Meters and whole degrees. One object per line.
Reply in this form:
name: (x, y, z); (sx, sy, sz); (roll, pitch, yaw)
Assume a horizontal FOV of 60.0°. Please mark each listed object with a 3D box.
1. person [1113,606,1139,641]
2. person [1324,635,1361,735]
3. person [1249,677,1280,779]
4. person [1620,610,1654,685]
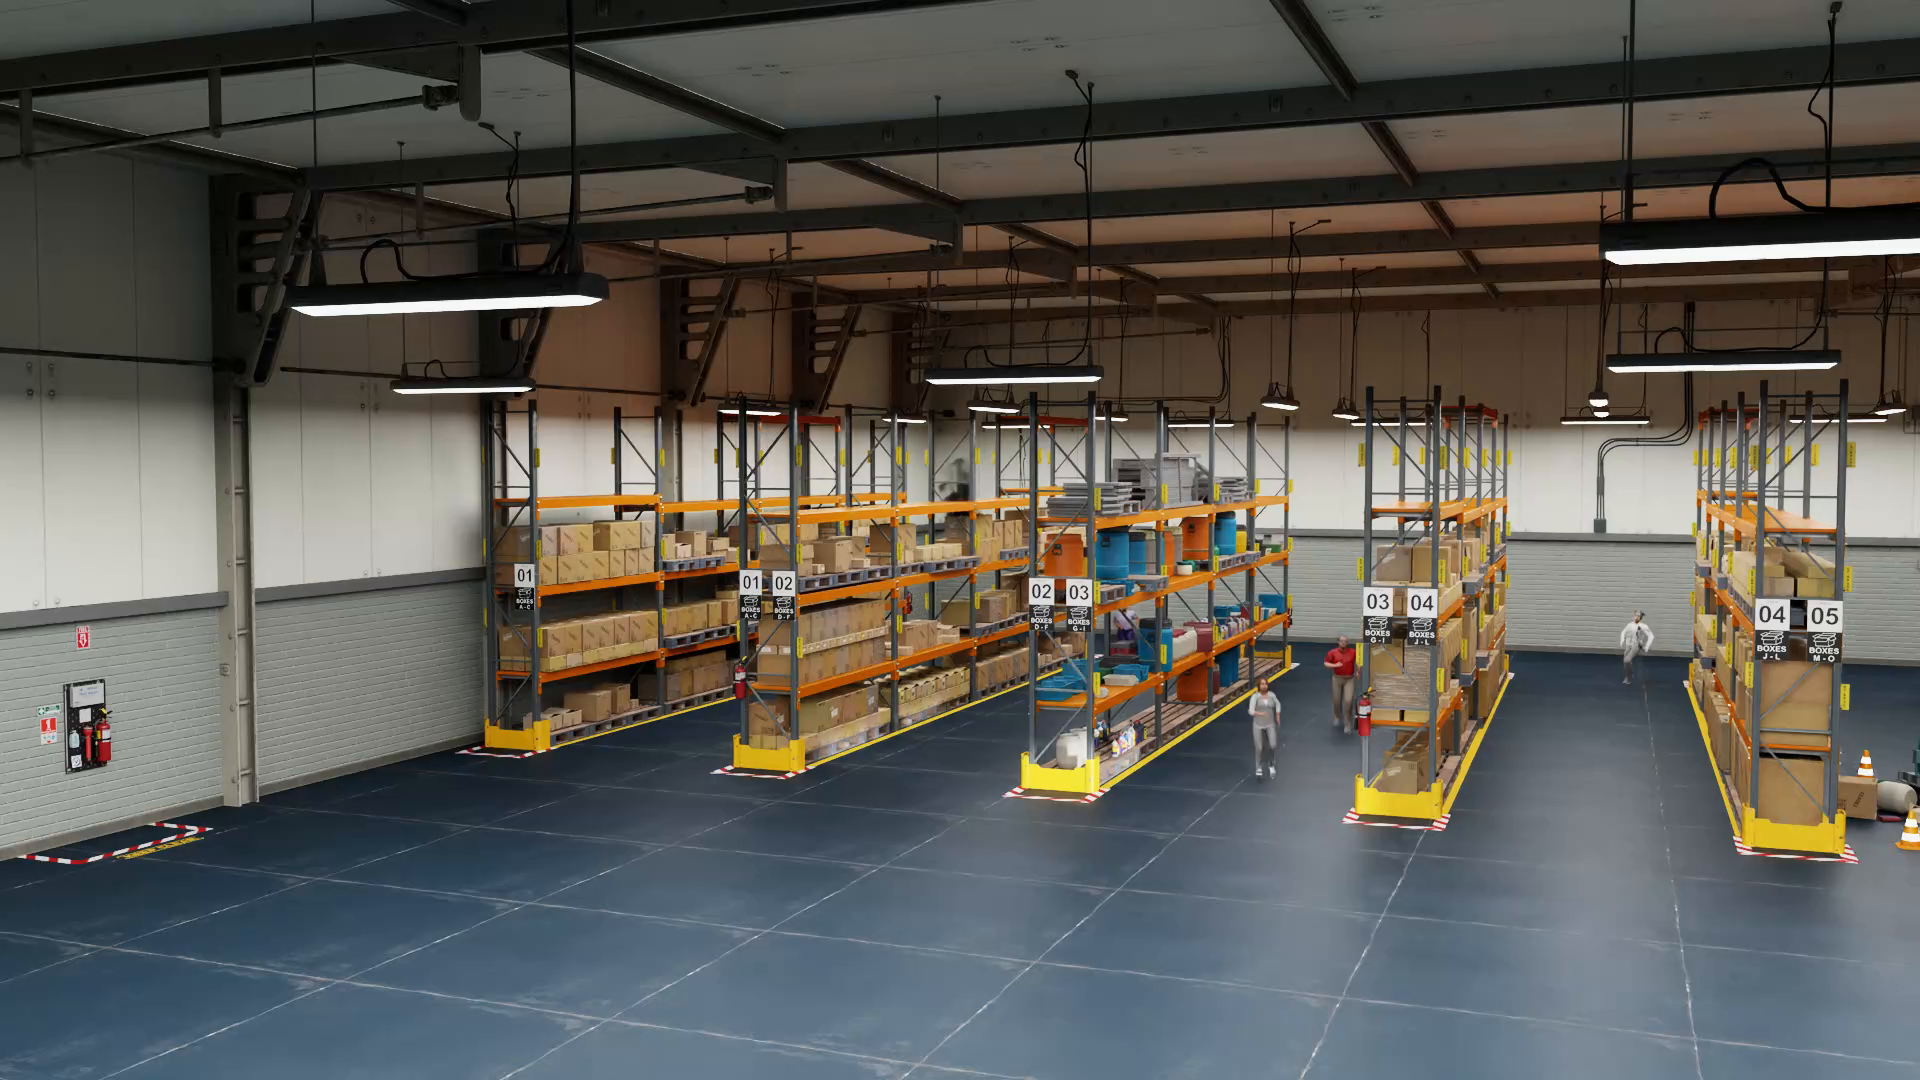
person: (3.925, 2.252, 39.440); (0.602, 1.637, 0.621); (1, 3, 15)
person: (7.013, 2.620, 30.490); (0.681, 1.764, 0.908); (1, 3, 11)
person: (4.751, 2.928, 25.869); (0.528, 1.586, 0.650); (0, 3, 2)
person: (14.831, 2.373, 36.644); (0.570, 1.674, 0.663); (-2, 3, -31)
